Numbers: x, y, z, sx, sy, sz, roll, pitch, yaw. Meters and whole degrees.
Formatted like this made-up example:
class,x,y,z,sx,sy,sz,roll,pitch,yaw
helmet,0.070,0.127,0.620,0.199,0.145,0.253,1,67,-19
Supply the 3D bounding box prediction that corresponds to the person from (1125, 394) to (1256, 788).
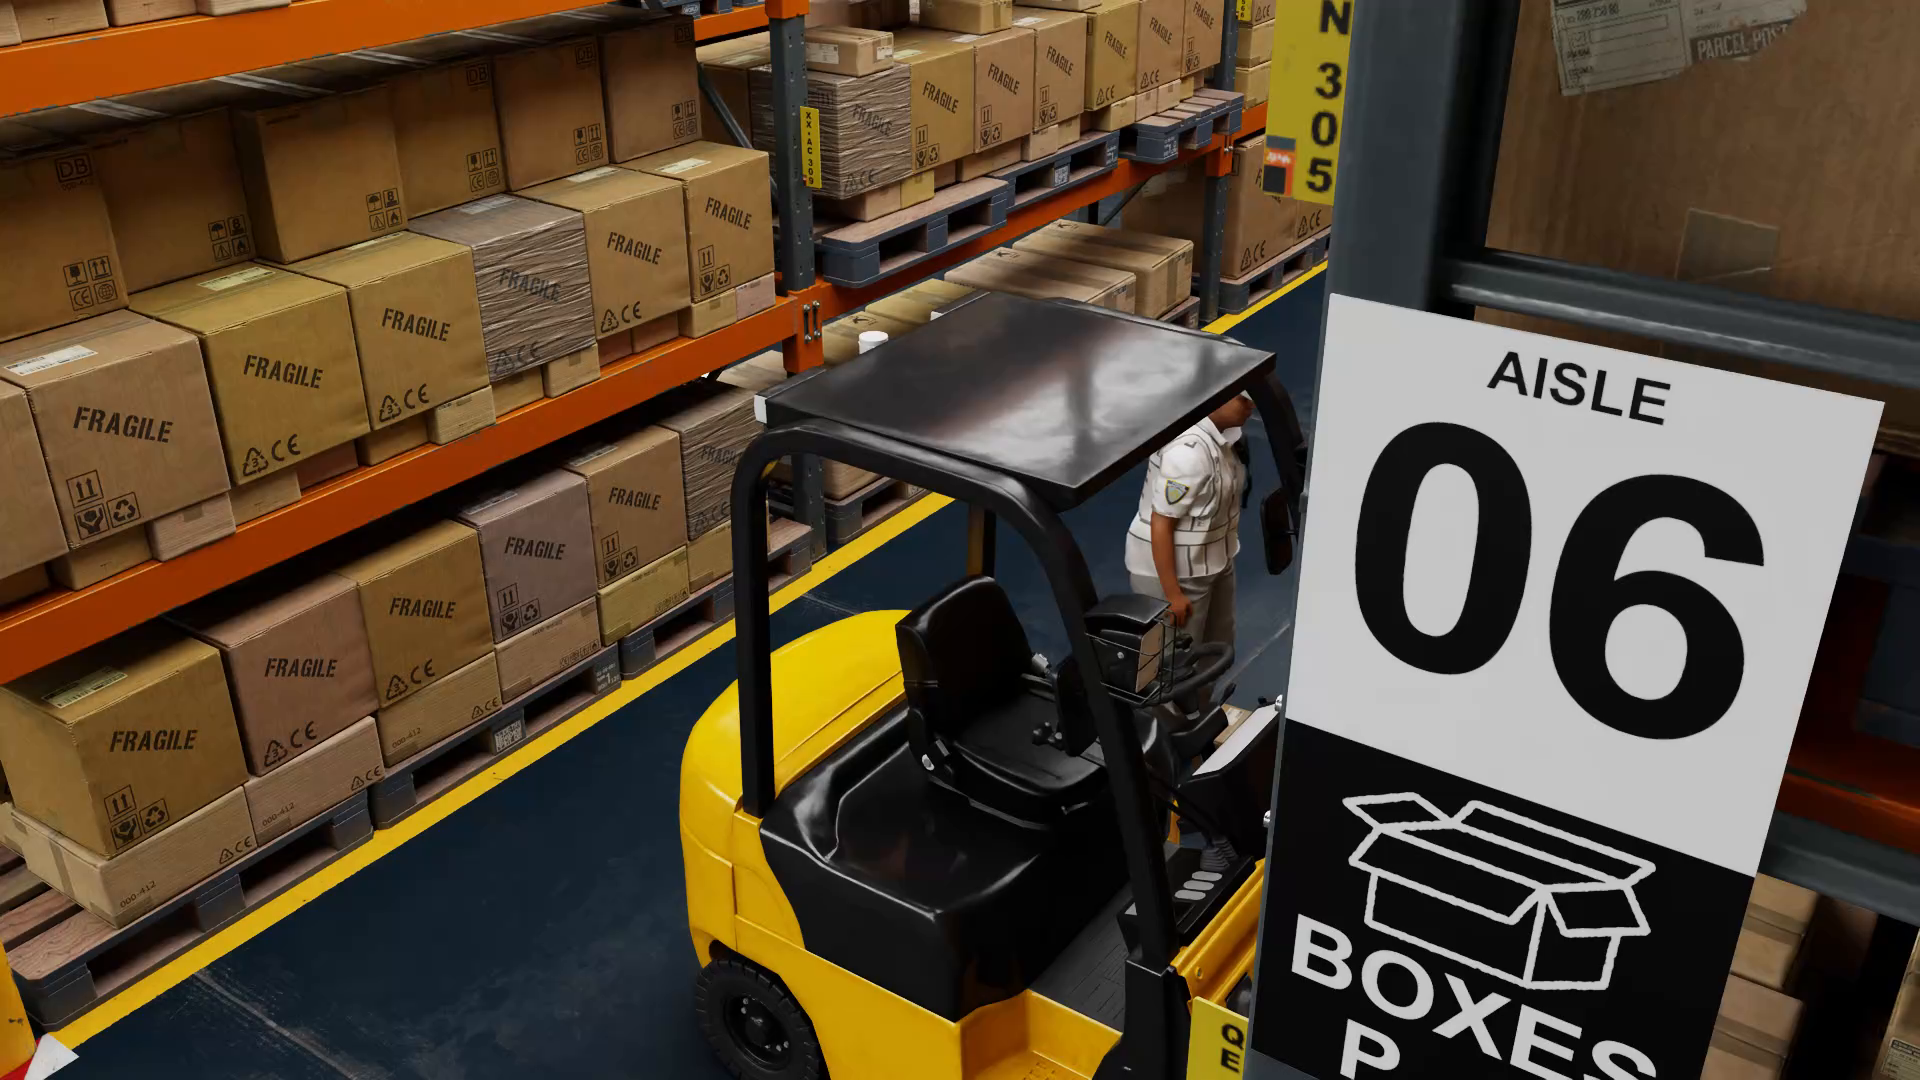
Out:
class,x,y,z,sx,sy,sz,roll,pitch,yaw
person,0.805,0.111,5.910,0.399,1.652,0.564,16,31,28
